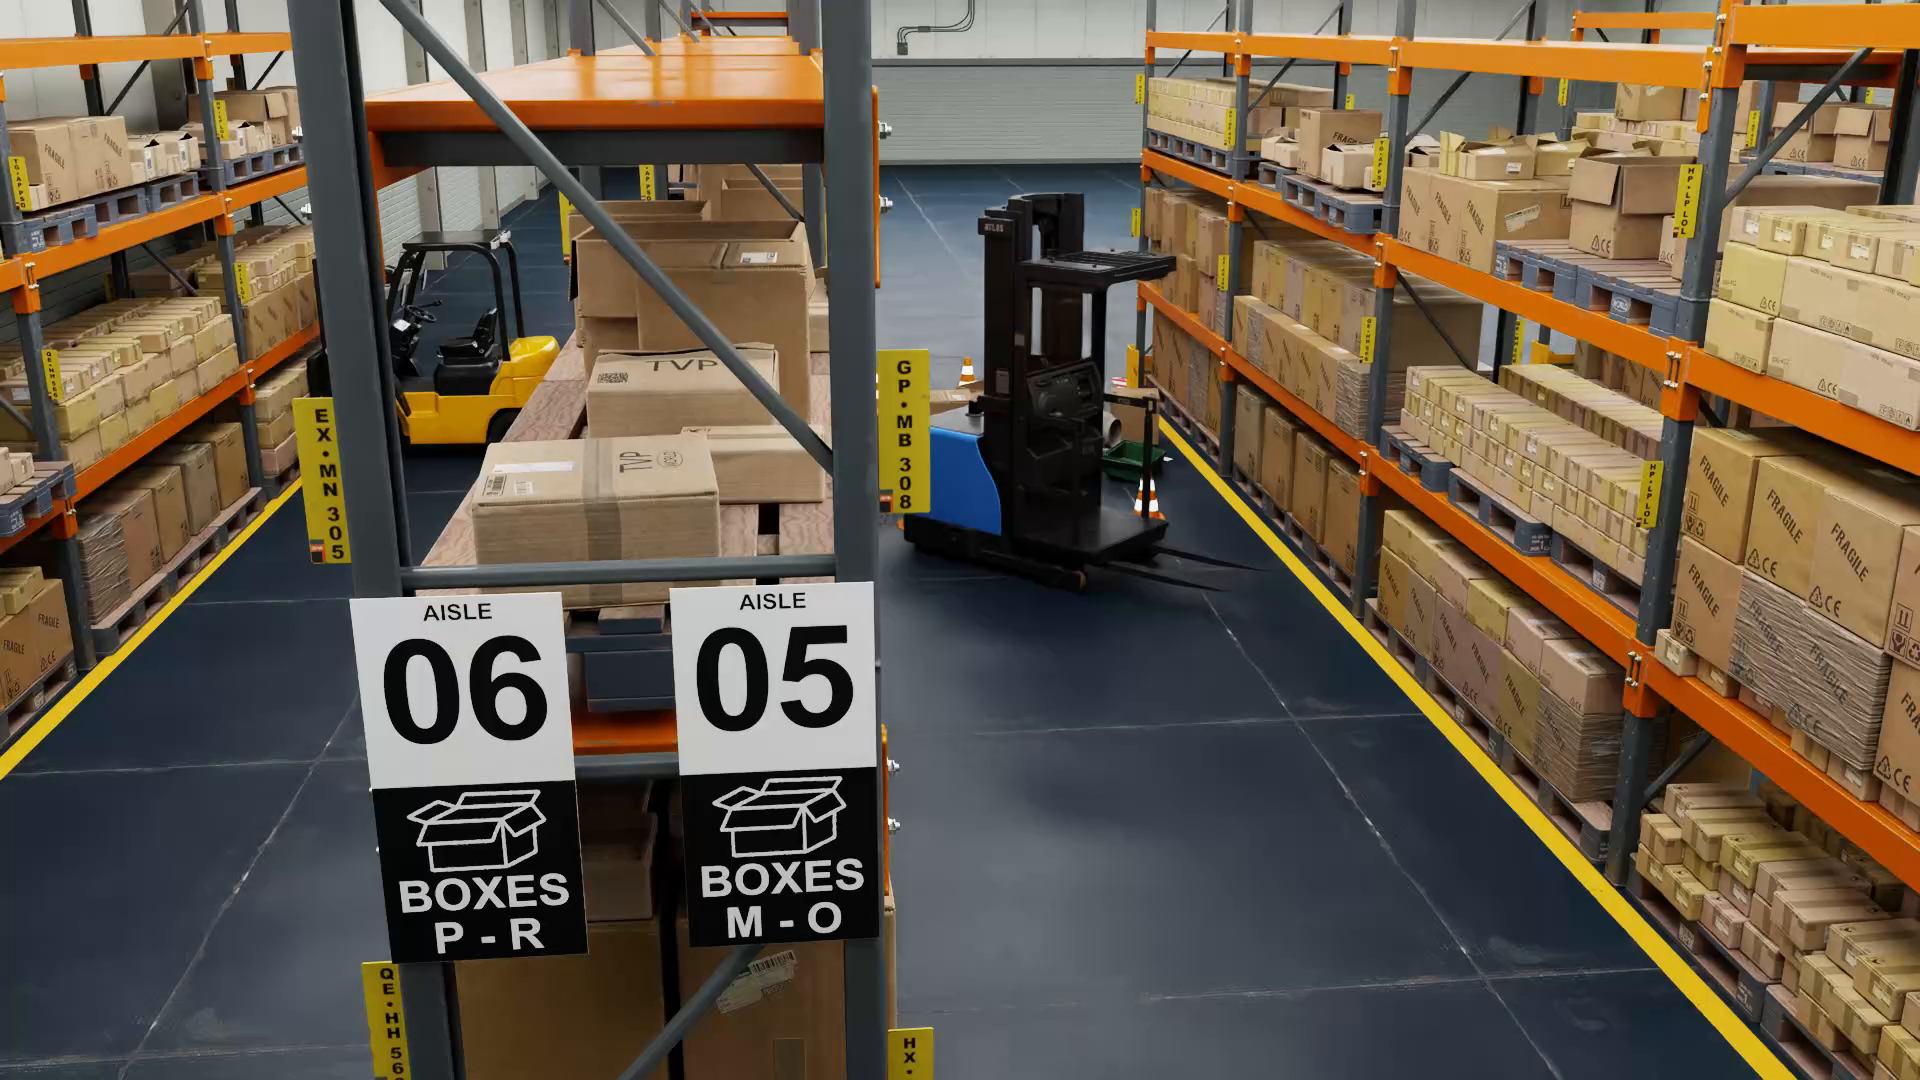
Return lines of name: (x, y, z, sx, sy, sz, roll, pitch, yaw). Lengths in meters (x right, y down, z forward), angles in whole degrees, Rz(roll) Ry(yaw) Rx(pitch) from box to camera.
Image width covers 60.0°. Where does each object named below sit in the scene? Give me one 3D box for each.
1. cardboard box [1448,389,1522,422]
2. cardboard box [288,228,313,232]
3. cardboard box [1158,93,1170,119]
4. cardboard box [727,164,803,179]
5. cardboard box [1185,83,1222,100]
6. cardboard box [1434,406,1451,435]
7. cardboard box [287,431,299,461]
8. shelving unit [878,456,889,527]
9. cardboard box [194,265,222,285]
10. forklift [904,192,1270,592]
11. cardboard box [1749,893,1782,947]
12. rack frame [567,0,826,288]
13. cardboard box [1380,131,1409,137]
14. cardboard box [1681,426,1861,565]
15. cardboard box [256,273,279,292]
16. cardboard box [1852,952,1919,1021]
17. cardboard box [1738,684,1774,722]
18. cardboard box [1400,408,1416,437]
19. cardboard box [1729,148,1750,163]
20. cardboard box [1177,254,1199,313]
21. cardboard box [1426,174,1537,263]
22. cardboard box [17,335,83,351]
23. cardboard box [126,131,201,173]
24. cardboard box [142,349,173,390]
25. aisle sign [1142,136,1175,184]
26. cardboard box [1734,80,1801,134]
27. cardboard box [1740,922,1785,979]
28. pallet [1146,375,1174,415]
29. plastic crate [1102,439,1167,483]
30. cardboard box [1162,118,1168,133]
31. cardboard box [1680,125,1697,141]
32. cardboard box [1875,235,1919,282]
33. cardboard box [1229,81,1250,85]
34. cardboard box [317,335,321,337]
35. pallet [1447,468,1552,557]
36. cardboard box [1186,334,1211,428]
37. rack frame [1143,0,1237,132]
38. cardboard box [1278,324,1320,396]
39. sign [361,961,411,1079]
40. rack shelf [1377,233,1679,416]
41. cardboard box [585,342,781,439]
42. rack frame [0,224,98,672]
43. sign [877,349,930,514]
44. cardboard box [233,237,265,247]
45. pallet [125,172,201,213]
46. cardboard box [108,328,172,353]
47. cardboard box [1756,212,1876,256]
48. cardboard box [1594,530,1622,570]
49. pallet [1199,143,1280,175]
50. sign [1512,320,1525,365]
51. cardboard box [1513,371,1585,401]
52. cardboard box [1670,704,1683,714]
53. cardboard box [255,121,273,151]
cardboard box: (3.360, -0.863, 10.644, 0.380, 0.149, 0.250, -3, 18, -8)
cardboard box: (-6.945, -3.247, 17.765, 0.380, 0.149, 0.250, -2, 18, -6)
cardboard box: (2.450, -4.705, 18.033, 0.500, 0.250, 0.500, -2, 18, -6)
cardboard box: (-1.016, -1.855, 9.201, 0.500, 0.500, 0.500, -2, 18, -5)
cardboard box: (2.502, -4.558, 16.899, 0.380, 0.149, 0.250, -2, 17, -5)
cardboard box: (3.338, -0.787, 10.897, 0.380, 0.149, 0.250, -2, 18, -7)
cardboard box: (-6.624, -0.923, 15.997, 0.500, 0.250, 0.500, -2, 18, -7)
shelving unit: (-0.652, -0.502, 14.346, 0.210, 0.900, 0.258, 25, -31, -13)
cardboard box: (-6.708, -2.407, 15.089, 0.380, 0.149, 0.250, -2, 17, -5)
forklift: (0.994, -1.174, 13.024, 3.031, 2.935, 1.130, 14, 22, 37)
cardboard box: (3.760, 1.677, 7.388, 0.380, 0.149, 0.250, -3, 18, -8)
rack frame: (-1.074, -2.362, 6.678, 1.000, 3.000, 0.127, -2, 18, -6)
cardboard box: (3.414, -3.188, 13.596, 0.500, 0.311, 0.500, -2, 18, -8)
cardboard box: (3.644, -0.208, 7.498, 0.500, 0.500, 0.500, -1, 17, -4)
cardboard box: (-6.642, -2.419, 15.624, 0.380, 0.149, 0.250, -1, 17, -4)
cardboard box: (3.805, 1.768, 6.601, 0.380, 0.149, 0.250, -2, 18, -5)
cardboard box: (3.723, 0.684, 7.410, 0.380, 0.149, 0.250, -3, 18, -8)
cardboard box: (3.272, -0.816, 11.486, 0.380, 0.149, 0.250, -2, 18, -6)
cardboard box: (7.652, -3.677, 16.124, 0.500, 0.250, 0.500, -1, 17, -4)
cardboard box: (2.792, -2.730, 17.615, 0.875, 0.550, 0.500, -2, 18, -6)
cardboard box: (3.280, -2.026, 10.449, 0.500, 0.500, 0.500, -2, 18, -6)
cardboard box: (-6.836, -1.442, 12.512, 0.380, 0.149, 0.250, -1, 17, -4)
cardboard box: (-6.519, -3.157, 13.500, 0.500, 0.311, 0.500, -2, 18, -7)
cardboard box: (-6.390, -1.301, 12.729, 0.500, 0.250, 0.500, -2, 17, -5)
aisle sign: (2.296, -4.510, 19.196, 0.394, 0.787, 0.004, -2, 18, -6)
cardboard box: (7.658, -4.175, 15.962, 0.500, 0.500, 0.500, -2, 18, -7)
cardboard box: (3.738, 1.821, 7.427, 0.380, 0.149, 0.250, -2, 18, -7)
pallet: (2.762, -1.692, 19.214, 1.003, 0.211, 1.213, -2, 18, -6)
plastic crate: (1.693, -0.764, 16.200, 0.450, 0.188, 0.662, 18, 23, 19)
cardboard box: (2.397, -4.479, 17.981, 0.380, 0.149, 0.250, -2, 18, -5)
cardboard box: (7.581, -4.142, 16.941, 0.380, 0.149, 0.250, -1, 17, -4)
cardboard box: (3.734, -1.067, 6.309, 0.380, 0.149, 0.250, -2, 18, -7)
cardboard box: (3.077, -4.806, 17.689, 0.380, 0.149, 0.250, -2, 18, -5)
cardboard box: (-6.891, -2.159, 18.265, 0.500, 0.250, 0.500, -1, 17, -4)
pallet: (3.672, -0.195, 10.110, 1.003, 0.211, 1.213, -2, 18, -6)
cardboard box: (2.922, -1.711, 17.465, 0.875, 0.875, 0.875, -2, 18, -5)
rack frame: (2.602, -6.120, 18.649, 1.000, 3.000, 0.127, -2, 18, -6)
cardboard box: (2.955, -1.498, 13.775, 0.500, 0.500, 0.500, -2, 17, -5)
sign: (-1.202, 1.039, 3.531, 0.100, 0.325, 0.005, -2, 18, -6)
rack shelf: (3.633, -1.367, 9.716, 1.077, 0.370, 4.000, -2, 18, -6)
cardboard box: (-0.766, -0.392, 4.692, 0.500, 0.311, 0.500, -1, 17, -5)
rack frame: (-6.423, -0.537, 10.880, 1.000, 3.000, 0.127, -2, 18, -6)
sign: (-0.109, -0.209, 3.237, 0.100, 0.325, 0.005, -2, 18, -6)
cardboard box: (-7.329, -3.004, 16.991, 0.380, 0.149, 0.250, -1, 17, -4)
pallet: (-6.732, -2.806, 13.420, 0.805, 0.209, 1.217, -2, 18, -8)
cardboard box: (-6.314, -1.535, 12.808, 0.380, 0.149, 0.250, -2, 18, -7)
cardboard box: (3.623, -1.295, 7.036, 0.380, 0.149, 0.250, -3, 18, -8)
cardboard box: (3.574, 0.047, 8.738, 0.380, 0.149, 0.250, -2, 18, -5)
pallet: (2.940, -3.699, 16.093, 1.003, 0.211, 1.213, -2, 18, -6)
sign: (3.966, -1.409, 11.856, 0.100, 0.325, 0.005, -2, 18, -6)
cardboard box: (3.957, -1.032, 11.182, 0.380, 0.149, 0.250, -2, 18, -6)
cardboard box: (4.026, 0.723, 9.086, 0.500, 0.250, 0.500, -3, 18, -8)
cardboard box: (-6.687, -3.796, 15.608, 0.396, 0.266, 0.258, -2, 18, -7)
